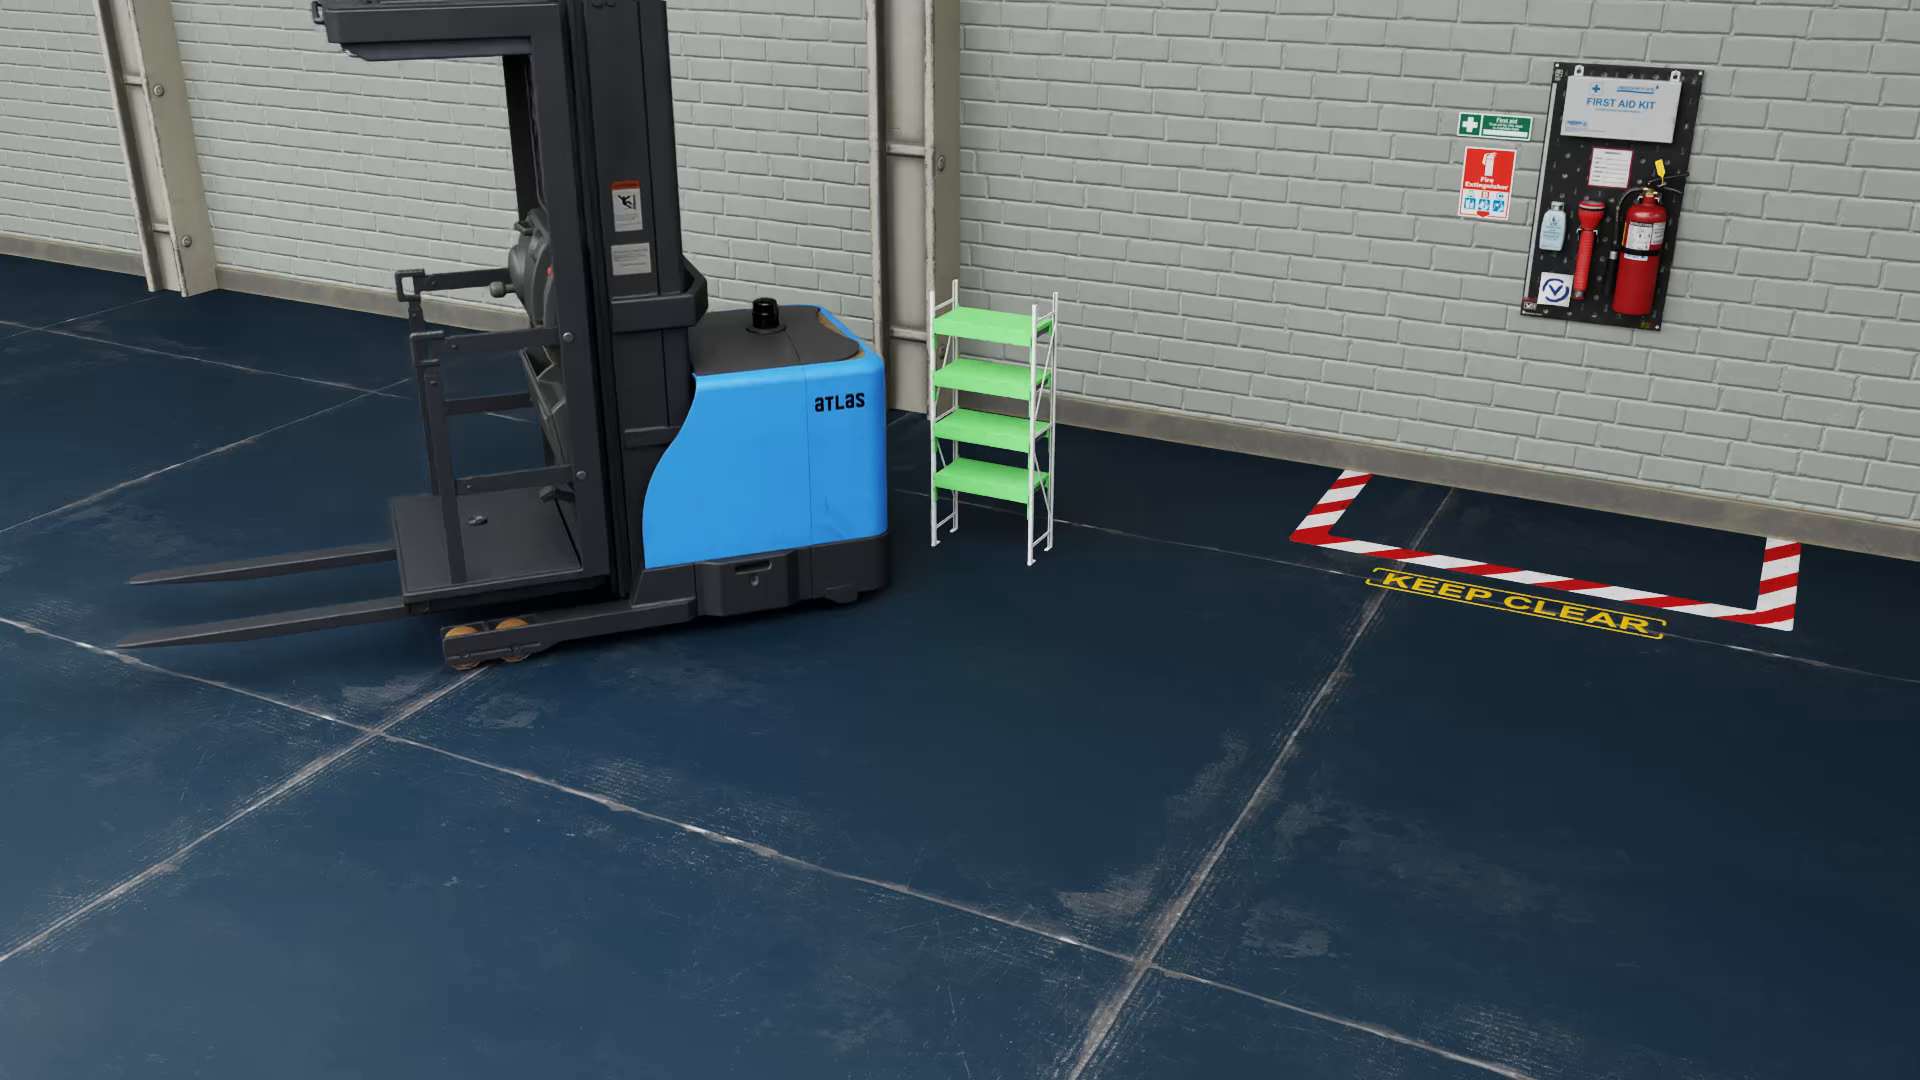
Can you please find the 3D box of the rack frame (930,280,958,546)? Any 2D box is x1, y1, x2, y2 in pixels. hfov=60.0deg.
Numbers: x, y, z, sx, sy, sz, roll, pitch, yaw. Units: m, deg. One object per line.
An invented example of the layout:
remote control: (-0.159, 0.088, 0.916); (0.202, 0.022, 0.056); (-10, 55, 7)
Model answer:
rack frame: (-0.070, -0.566, 7.548); (0.015, 1.200, 0.240); (11, 25, 25)

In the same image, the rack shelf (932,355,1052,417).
rack shelf: (0.148, -0.685, 7.378); (0.480, 0.148, 0.258); (11, 25, 25)

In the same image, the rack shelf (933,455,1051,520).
rack shelf: (0.148, -0.243, 7.565); (0.480, 0.148, 0.258); (11, 25, 25)

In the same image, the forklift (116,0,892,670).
forklift: (-1.865, -1.072, 6.526); (3.031, 2.935, 1.130); (-8, 24, -19)

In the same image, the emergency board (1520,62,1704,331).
emergency board: (2.922, -1.526, 7.505); (0.643, 1.169, 0.194); (11, 25, 25)

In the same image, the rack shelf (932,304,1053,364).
rack shelf: (0.148, -0.906, 7.284); (0.480, 0.148, 0.258); (11, 25, 25)

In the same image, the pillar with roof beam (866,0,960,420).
pillar with roof beam: (-2.187, -3.393, 4.229); (0.400, 9.000, 9.100); (11, 25, 25)

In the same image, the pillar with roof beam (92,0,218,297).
pillar with roof beam: (-7.542, -4.452, 6.721); (0.400, 9.000, 9.100); (11, 25, 25)

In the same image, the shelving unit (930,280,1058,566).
shelving unit: (0.148, -0.523, 7.446); (0.503, 1.200, 0.258); (11, 25, 25)

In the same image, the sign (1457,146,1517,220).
sign: (2.475, -1.676, 7.812); (0.234, 0.329, 0.001); (11, 25, 25)

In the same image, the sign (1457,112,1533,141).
sign: (2.475, -1.916, 7.699); (0.331, 0.109, 0.001); (11, 25, 25)

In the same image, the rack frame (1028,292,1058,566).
rack frame: (0.365, -0.480, 7.345); (0.015, 1.200, 0.240); (11, 25, 25)

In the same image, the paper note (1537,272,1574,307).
paper note: (2.795, -1.176, 7.808); (0.142, 0.148, 0.016); (11, 25, 25)

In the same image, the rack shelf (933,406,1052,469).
rack shelf: (0.148, -0.464, 7.471); (0.480, 0.148, 0.258); (11, 25, 25)
